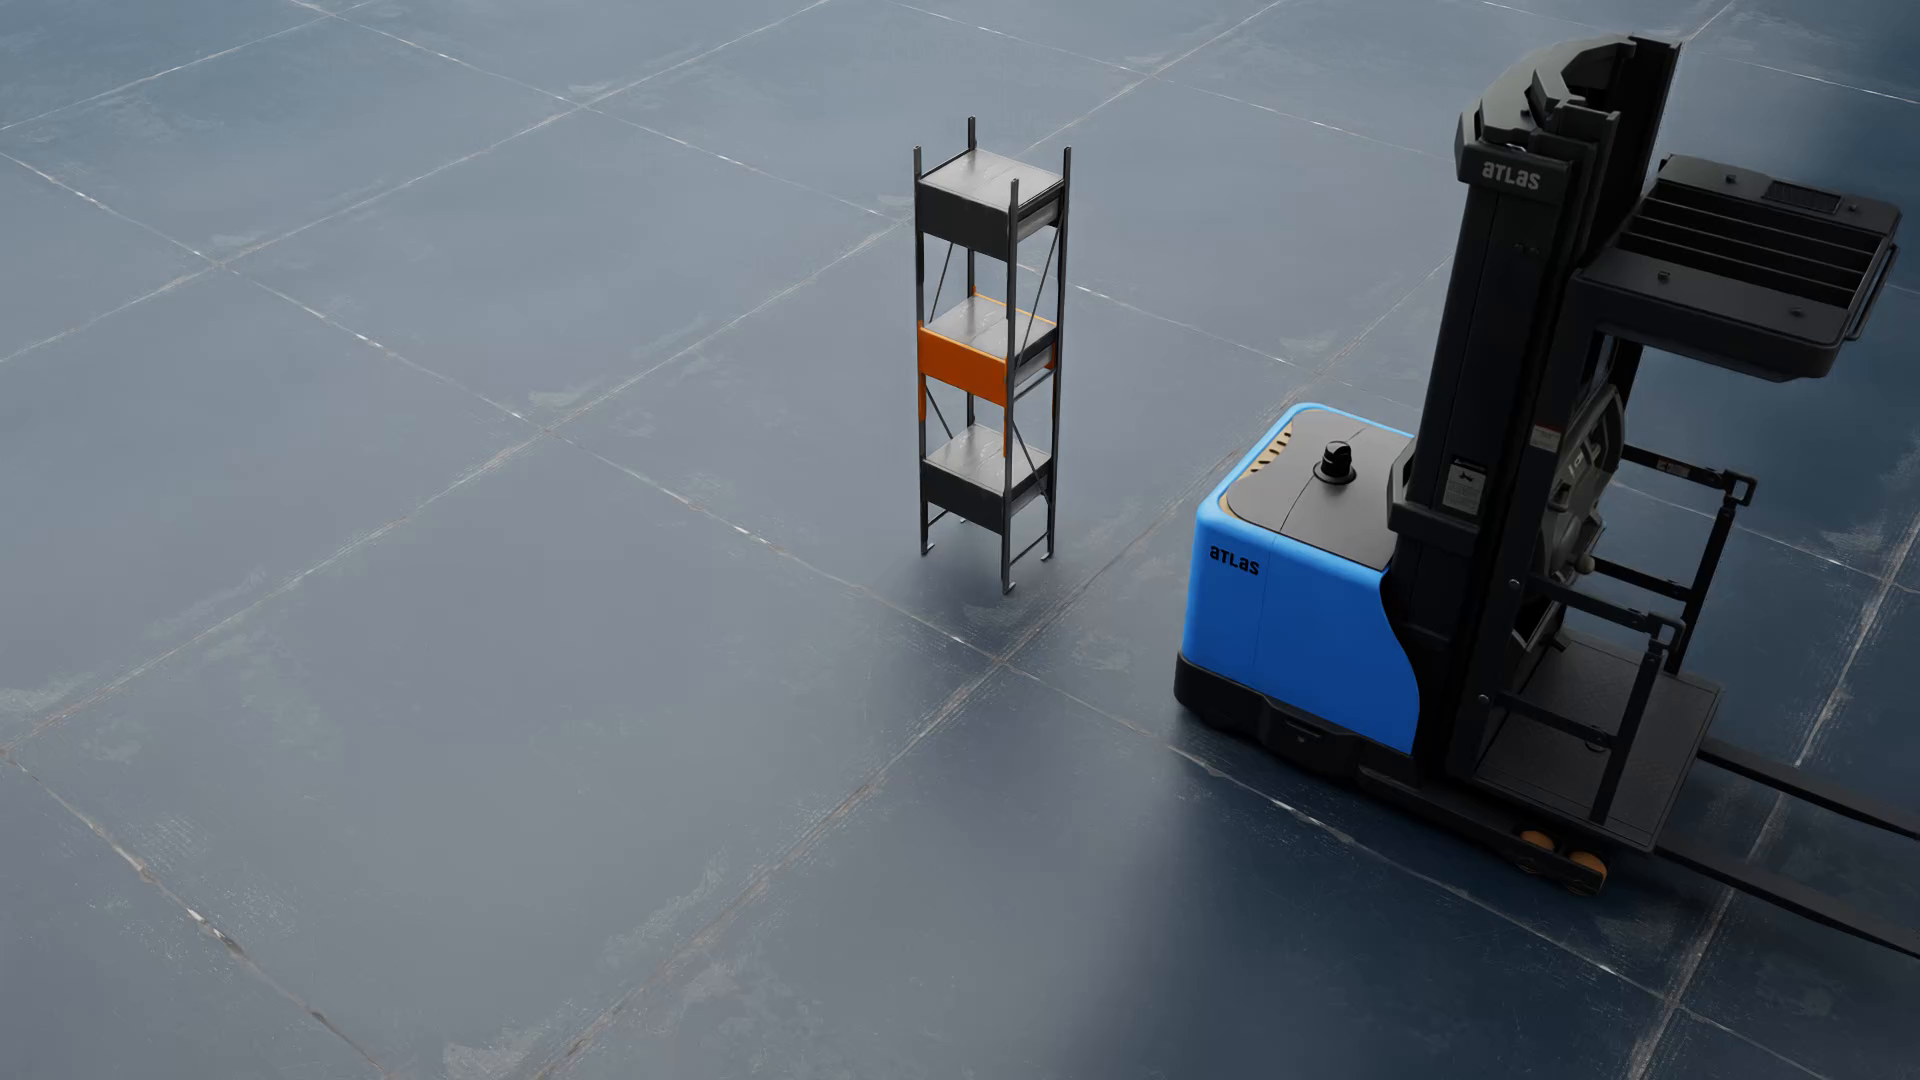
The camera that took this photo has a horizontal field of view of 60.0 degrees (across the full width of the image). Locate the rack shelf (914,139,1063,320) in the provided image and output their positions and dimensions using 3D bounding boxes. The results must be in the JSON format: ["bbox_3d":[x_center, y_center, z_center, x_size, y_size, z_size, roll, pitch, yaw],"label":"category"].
[{"bbox_3d":[0.131,-1.305,6.961,0.480,0.518,0.431,25,45,29],"label":"rack shelf"}]

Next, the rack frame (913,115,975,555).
[{"bbox_3d":[-0.062,-0.856,7.501,0.015,2.100,0.400,25,45,29],"label":"rack frame"}]

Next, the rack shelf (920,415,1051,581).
[{"bbox_3d":[0.131,-0.203,7.824,0.480,0.518,0.431,25,45,29],"label":"rack shelf"}]

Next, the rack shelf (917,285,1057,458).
[{"bbox_3d":[0.131,-0.754,7.393,0.480,0.518,0.431,25,45,29],"label":"rack shelf"}]

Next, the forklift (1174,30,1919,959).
[{"bbox_3d":[2.427,-0.170,5.950,3.031,2.935,1.130,22,43,26],"label":"forklift"}]

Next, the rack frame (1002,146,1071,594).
[{"bbox_3d":[0.325,-0.673,7.268,0.015,2.100,0.400,25,45,29],"label":"rack frame"}]

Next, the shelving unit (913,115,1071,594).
[{"bbox_3d":[0.131,-0.765,7.384,0.503,2.100,0.431,25,45,29],"label":"shelving unit"}]
